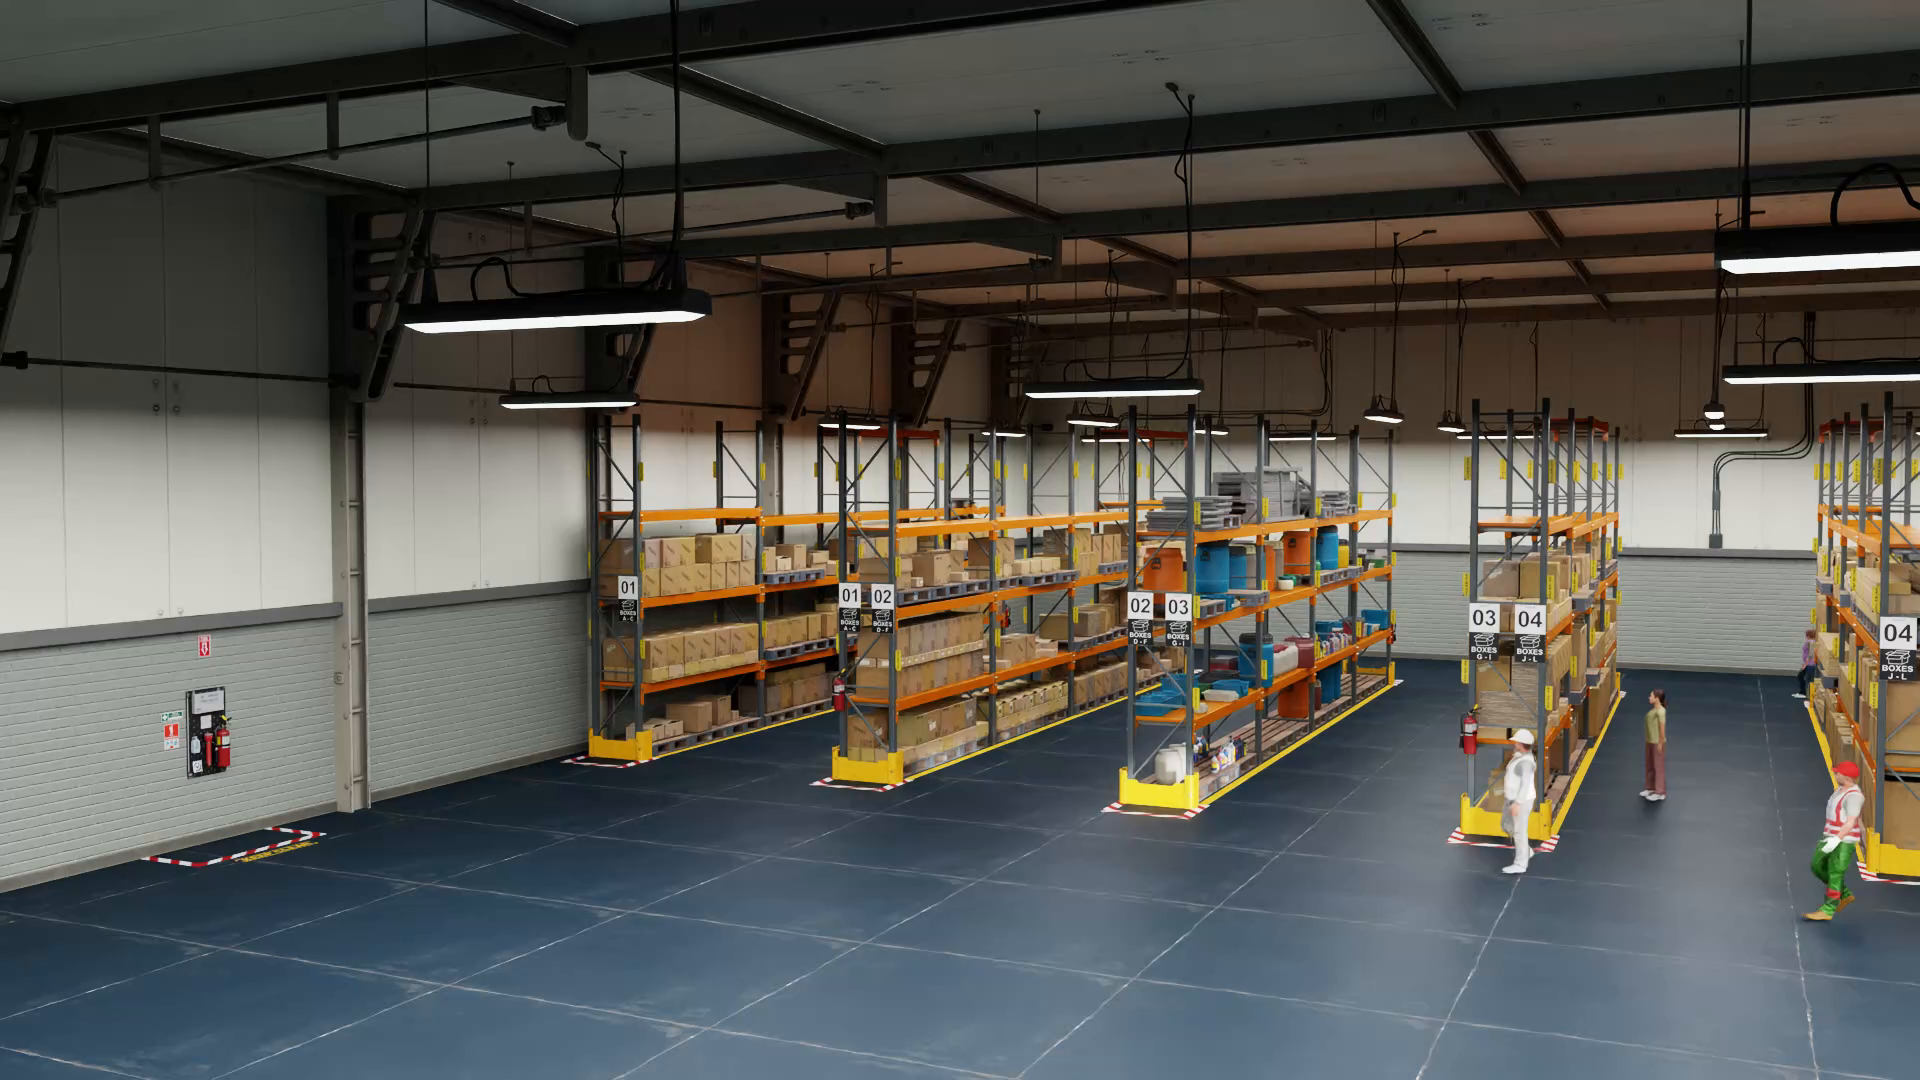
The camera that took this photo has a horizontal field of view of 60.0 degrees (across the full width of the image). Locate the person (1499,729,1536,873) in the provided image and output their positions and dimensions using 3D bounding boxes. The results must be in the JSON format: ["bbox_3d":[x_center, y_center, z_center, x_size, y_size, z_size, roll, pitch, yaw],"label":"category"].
[{"bbox_3d":[7.006,3.246,20.863,0.496,1.770,0.631,0,2,2],"label":"person"}]

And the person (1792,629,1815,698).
[{"bbox_3d":[18.684,2.714,36.455,0.785,1.547,0.451,1,3,26],"label":"person"}]

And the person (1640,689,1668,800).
[{"bbox_3d":[10.624,3.097,25.427,0.374,1.649,0.479,0,2,-2],"label":"person"}]

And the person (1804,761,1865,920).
[{"bbox_3d":[9.735,3.347,18.559,0.637,1.772,0.605,0,2,-4],"label":"person"}]
